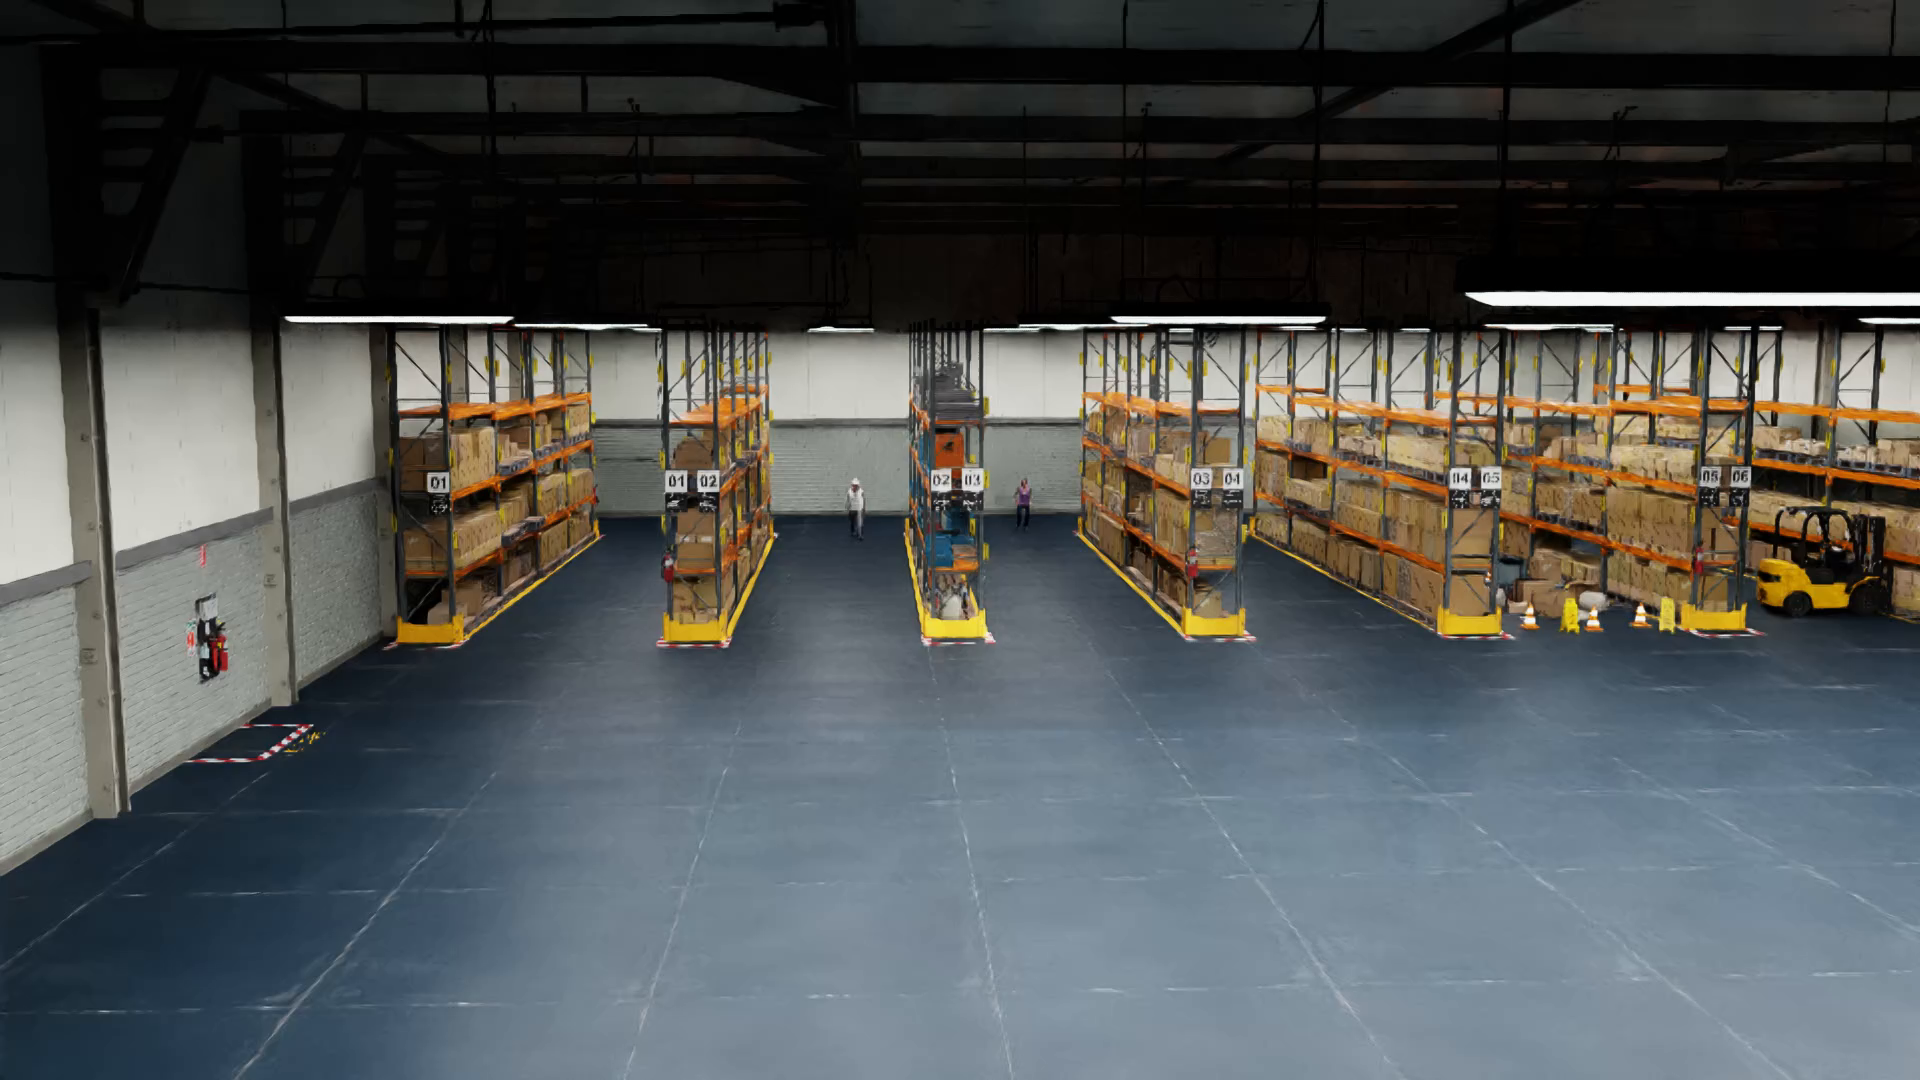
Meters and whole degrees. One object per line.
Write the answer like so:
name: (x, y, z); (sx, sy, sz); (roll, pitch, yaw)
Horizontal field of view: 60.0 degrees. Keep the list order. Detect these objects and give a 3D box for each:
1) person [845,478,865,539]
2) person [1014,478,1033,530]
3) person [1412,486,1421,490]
person: (-2.949, -0.893, 46.681); (0.536, 1.698, 1.115); (0, 7, -1)
person: (1.857, -1.058, 48.786); (0.566, 1.541, 0.519); (-1, 7, -6)
person: (14.440, -1.543, 52.187); (0.430, 1.635, 0.622); (-5, 8, -33)
